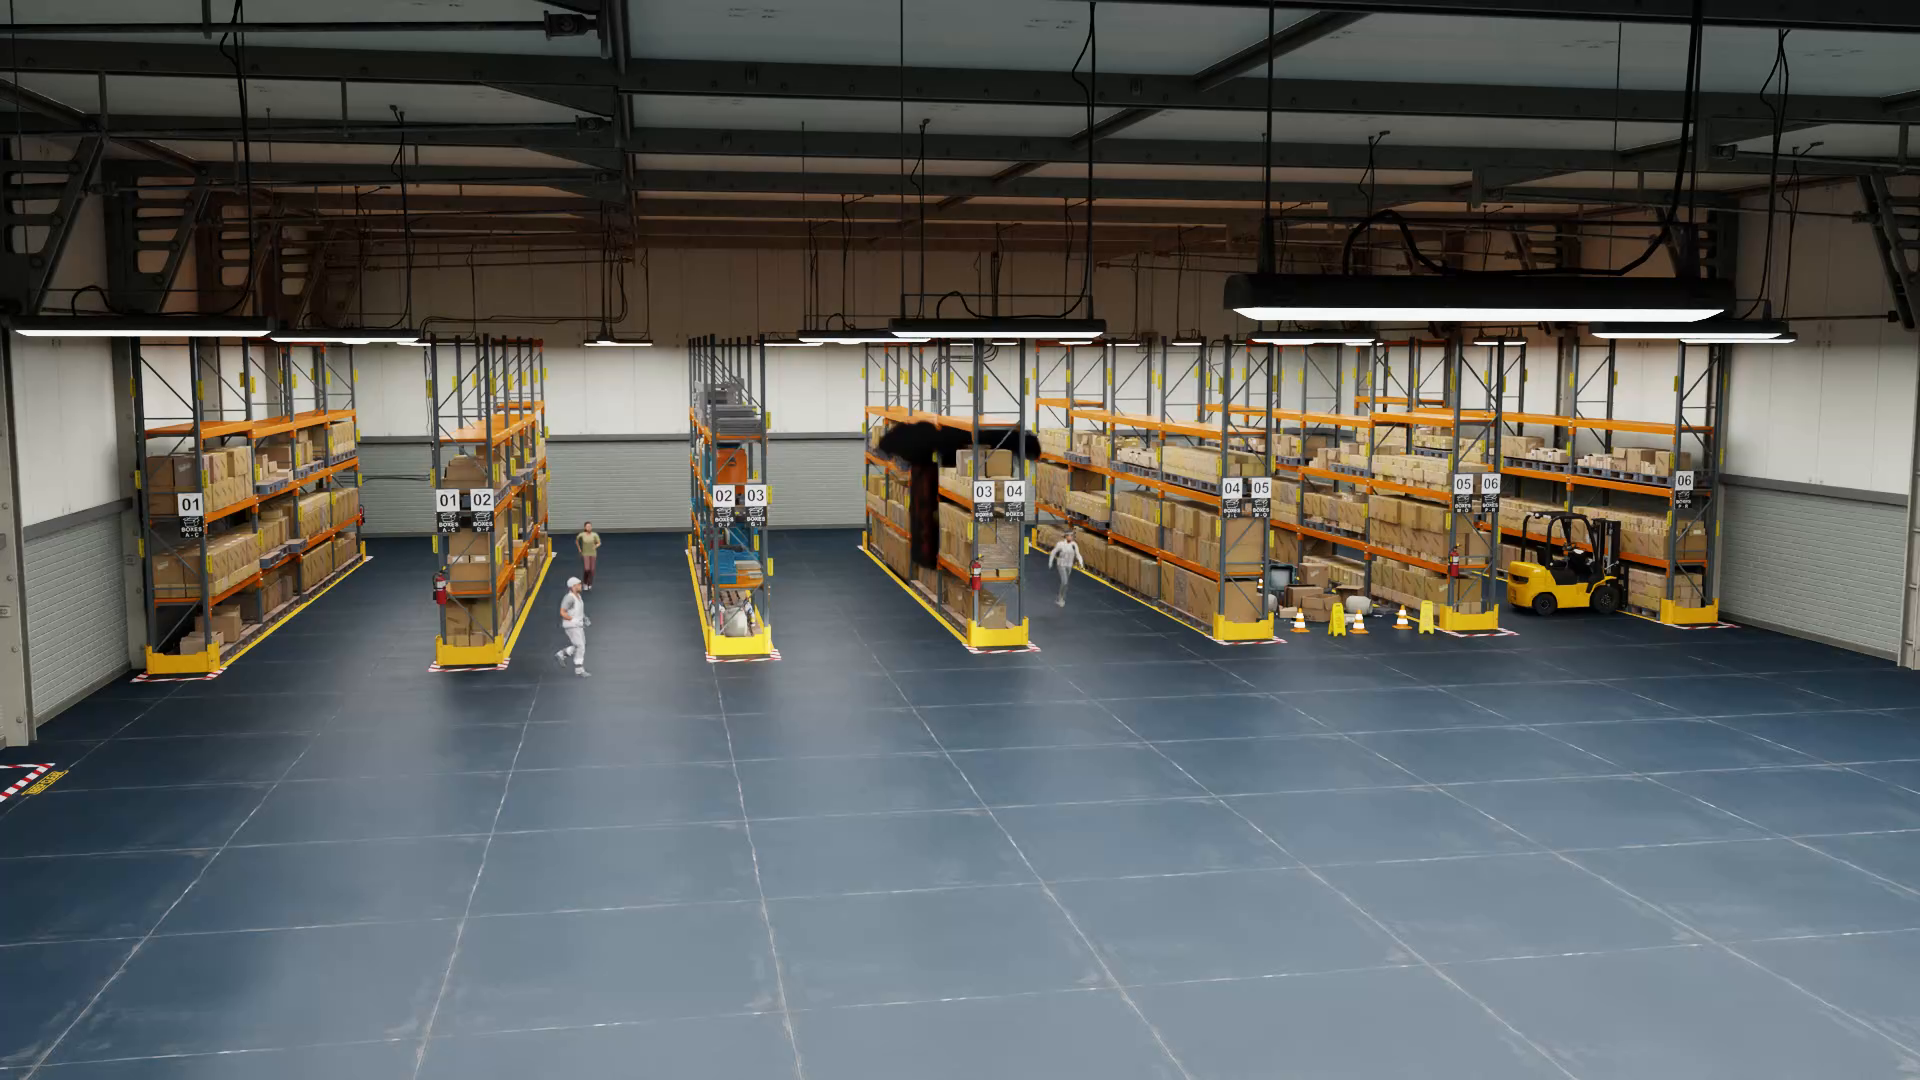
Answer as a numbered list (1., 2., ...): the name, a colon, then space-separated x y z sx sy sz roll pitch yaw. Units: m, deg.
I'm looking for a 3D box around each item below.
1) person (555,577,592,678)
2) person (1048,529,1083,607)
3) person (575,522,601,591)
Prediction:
1. person: -6.824 1.531 29.106 0.716 1.764 0.663 1 7 9
2. person: 2.285 0.588 35.255 0.572 1.653 0.777 -3 7 -25
3. person: -8.786 0.383 39.380 0.571 1.647 0.642 -2 7 -20
